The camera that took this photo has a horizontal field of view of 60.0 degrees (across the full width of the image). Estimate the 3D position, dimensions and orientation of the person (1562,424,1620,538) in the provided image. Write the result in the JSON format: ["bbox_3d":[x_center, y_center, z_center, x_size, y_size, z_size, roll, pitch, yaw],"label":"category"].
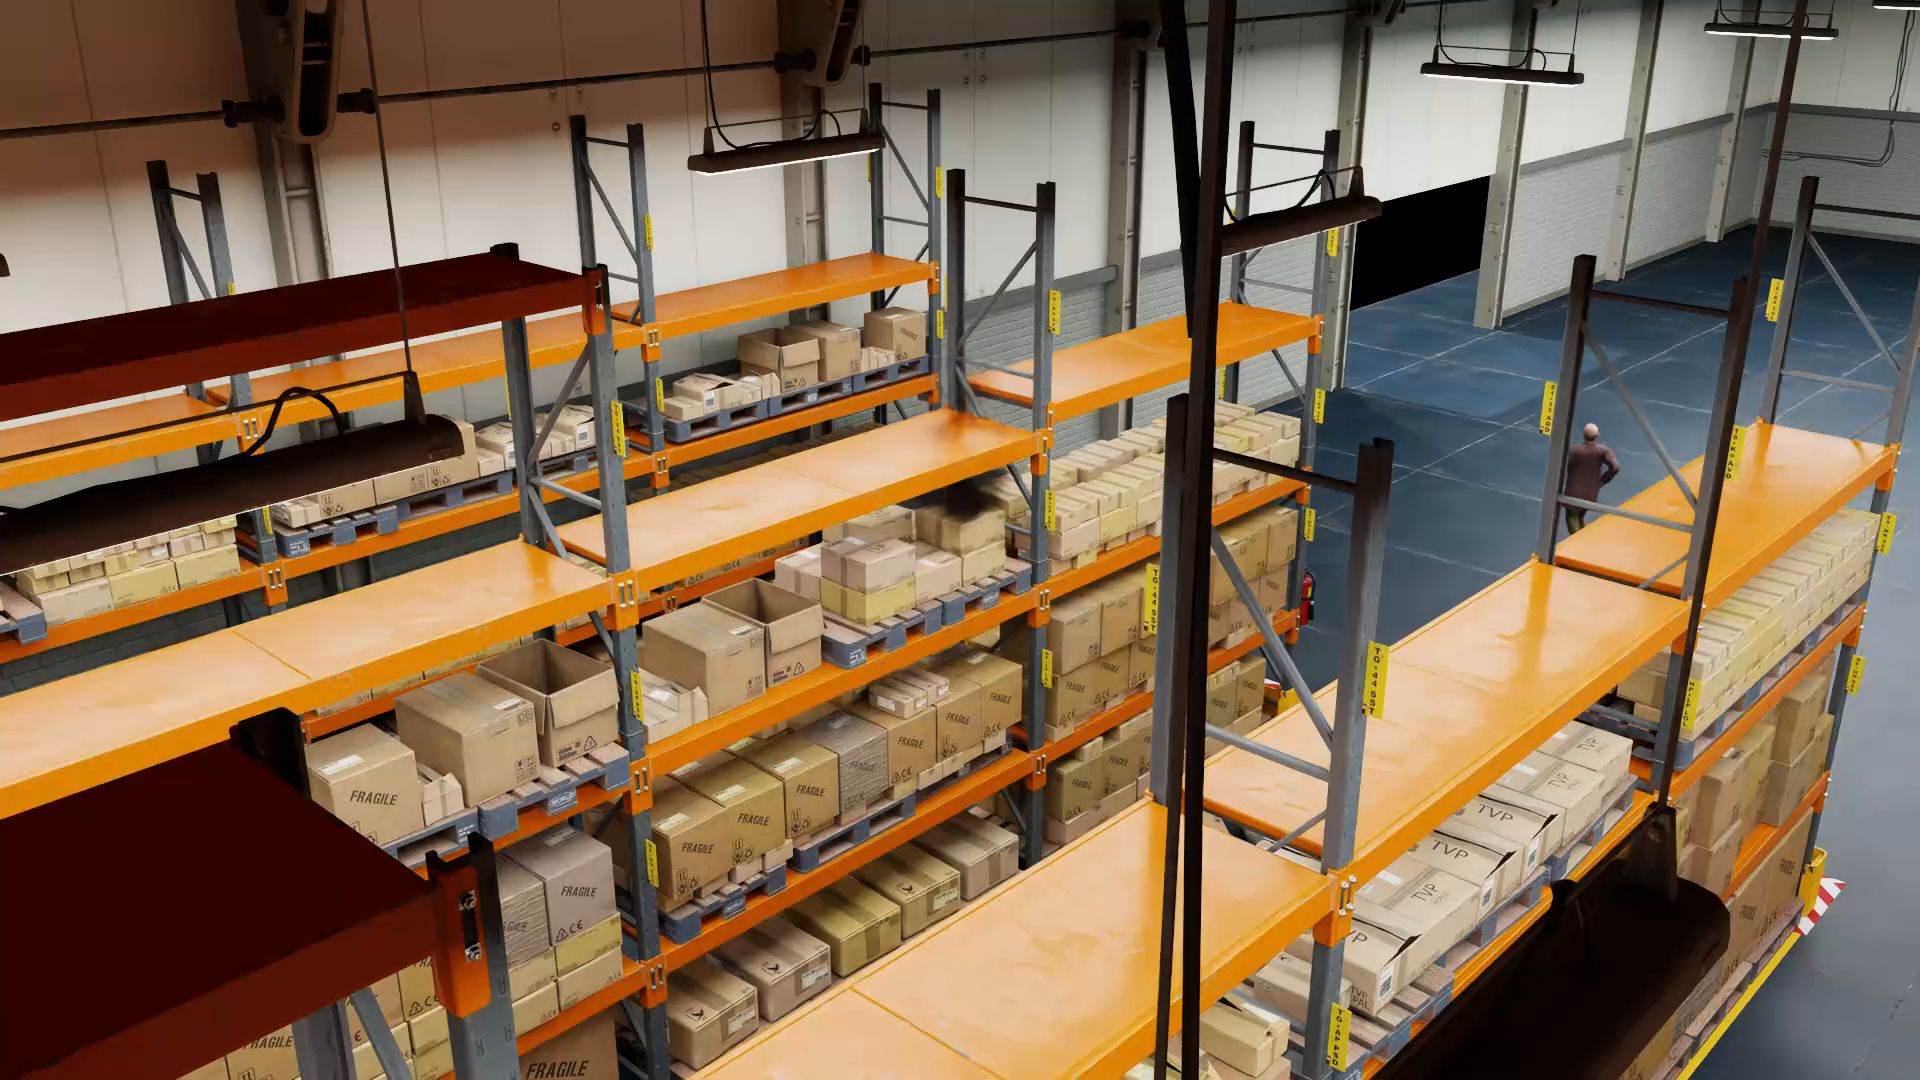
[{"bbox_3d":[7.906,-0.607,21.112,0.705,1.793,0.922,1,21,3],"label":"person"}]
